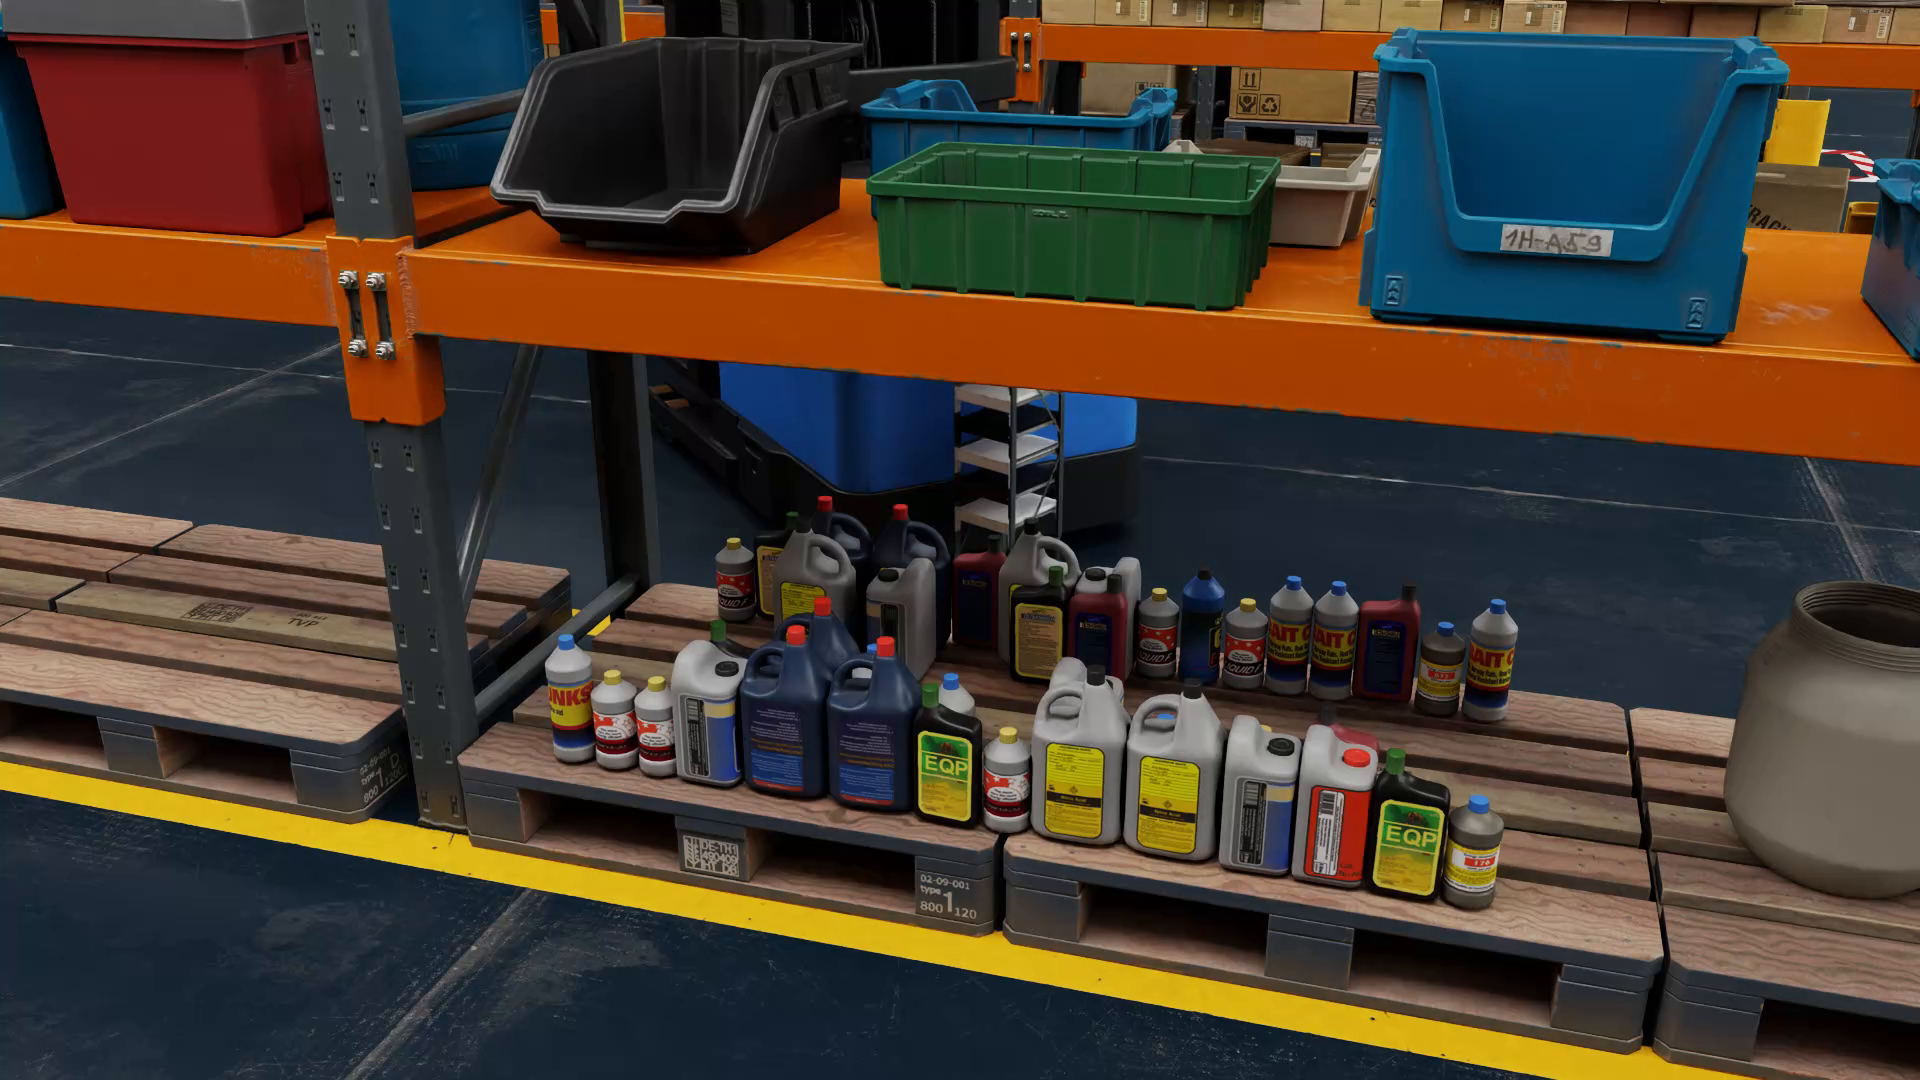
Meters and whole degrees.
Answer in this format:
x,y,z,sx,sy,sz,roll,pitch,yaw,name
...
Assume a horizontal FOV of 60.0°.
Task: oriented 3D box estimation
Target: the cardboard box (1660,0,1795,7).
x,y,z,sx,sy,sz,roll,pitch,yaw,name
3.225,-2.550,7.012,0.500,0.500,0.875,7,23,16,cardboard box

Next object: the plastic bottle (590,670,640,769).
x,y,z,sx,sy,sz,roll,pitch,yaw,name
-0.728,0.372,3.517,0.097,0.201,0.097,0,22,0,plastic bottle

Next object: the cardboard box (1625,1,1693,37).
x,y,z,sx,sy,sz,roll,pitch,yaw,name
2.969,-2.237,7.102,0.250,0.149,0.380,7,23,16,cardboard box

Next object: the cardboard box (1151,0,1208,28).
x,y,z,sx,sy,sz,roll,pitch,yaw,name
1.029,-2.425,7.560,0.250,0.149,0.380,7,23,16,cardboard box

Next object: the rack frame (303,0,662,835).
x,y,z,sx,sy,sz,roll,pitch,yaw,name
-1.003,-0.924,3.570,0.127,3.000,1.000,7,23,16,rack frame

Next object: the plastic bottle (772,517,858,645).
x,y,z,sx,sy,sz,roll,pitch,yaw,name
-0.345,0.116,3.945,0.185,0.351,0.144,7,23,16,plastic bottle

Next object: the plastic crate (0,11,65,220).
x,y,z,sx,sy,sz,roll,pitch,yaw,name
-2.149,-0.925,3.592,0.575,0.384,0.392,7,23,16,plastic crate

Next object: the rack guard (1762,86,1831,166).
x,y,z,sx,sy,sz,roll,pitch,yaw,name
5.809,-2.917,11.723,0.348,0.500,1.175,7,23,16,rack guard

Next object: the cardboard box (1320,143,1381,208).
x,y,z,sx,sy,sz,roll,pitch,yaw,name
1.966,-1.603,7.967,0.500,0.500,0.500,4,23,11,cardboard box

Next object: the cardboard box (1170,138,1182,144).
x,y,z,sx,sy,sz,roll,pitch,yaw,name
0.799,-1.703,8.210,0.500,0.500,0.500,6,23,14,cardboard box

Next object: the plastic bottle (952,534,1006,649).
x,y,z,sx,sy,sz,roll,pitch,yaw,name
0.048,0.119,4.027,0.133,0.283,0.061,8,24,19,plastic bottle

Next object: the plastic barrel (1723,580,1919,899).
x,y,z,sx,sy,sz,roll,pitch,yaw,name
1.694,0.372,3.136,0.421,0.512,0.421,0,22,0,plastic barrel

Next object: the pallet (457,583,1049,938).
x,y,z,sx,sy,sz,roll,pitch,yaw,name
-0.373,0.455,3.883,1.213,0.211,1.003,7,23,16,pallet

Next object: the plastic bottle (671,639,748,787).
x,y,z,sx,sy,sz,roll,pitch,yaw,name
-0.508,0.352,3.468,0.135,0.276,0.152,7,23,17,plastic bottle

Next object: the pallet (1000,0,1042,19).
x,y,z,sx,sy,sz,roll,pitch,yaw,name
-0.262,-2.771,8.327,1.213,0.211,1.003,7,23,16,pallet

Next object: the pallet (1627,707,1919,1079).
x,y,z,sx,sy,sz,roll,pitch,yaw,name
1.963,0.722,3.231,1.213,0.211,1.003,7,23,16,pallet

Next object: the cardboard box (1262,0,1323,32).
x,y,z,sx,sy,sz,roll,pitch,yaw,name
1.499,-2.359,7.399,0.250,0.149,0.380,7,23,16,cardboard box

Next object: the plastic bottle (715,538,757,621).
x,y,z,sx,sy,sz,roll,pitch,yaw,name
-0.566,0.094,4.197,0.097,0.201,0.097,0,22,0,plastic bottle

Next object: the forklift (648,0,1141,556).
x,y,z,sx,sy,sz,roll,pitch,yaw,name
-0.565,-1.784,5.757,1.130,2.935,3.031,-11,25,-26,forklift

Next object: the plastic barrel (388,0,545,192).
x,y,z,sx,sy,sz,roll,pitch,yaw,name
-1.286,-1.308,3.847,0.708,0.901,0.600,7,23,16,plastic barrel

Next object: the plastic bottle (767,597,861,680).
x,y,z,sx,sy,sz,roll,pitch,yaw,name
-0.309,0.285,3.534,0.185,0.351,0.144,7,23,16,plastic bottle

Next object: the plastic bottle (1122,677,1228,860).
x,y,z,sx,sy,sz,roll,pitch,yaw,name
0.415,0.425,3.192,0.185,0.351,0.144,8,23,18,plastic bottle

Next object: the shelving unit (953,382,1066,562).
x,y,z,sx,sy,sz,roll,pitch,yaw,name
0.141,-0.269,4.739,0.210,0.900,0.258,18,28,37,shelving unit

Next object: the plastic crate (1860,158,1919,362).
x,y,z,sx,sy,sz,roll,pitch,yaw,name
1.640,-0.436,2.577,0.408,0.251,0.499,7,23,16,plastic crate

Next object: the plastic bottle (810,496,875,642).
x,y,z,sx,sy,sz,roll,pitch,yaw,name
-0.304,0.064,4.073,0.185,0.351,0.144,6,23,14,plastic bottle

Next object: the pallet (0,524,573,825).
x,y,z,sx,sy,sz,roll,pitch,yaw,name
-1.767,0.294,4.275,1.213,0.211,1.003,7,23,16,pallet

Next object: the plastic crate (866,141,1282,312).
x,y,z,sx,sy,sz,roll,pitch,yaw,name
0.215,-0.575,2.998,0.662,0.188,0.450,7,23,16,plastic crate

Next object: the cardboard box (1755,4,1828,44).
x,y,z,sx,sy,sz,roll,pitch,yaw,name
3.431,-2.161,6.918,0.250,0.149,0.380,7,23,16,cardboard box

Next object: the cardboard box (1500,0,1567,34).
x,y,z,sx,sy,sz,roll,pitch,yaw,name
2.458,-2.251,7.137,0.250,0.149,0.380,7,23,16,cardboard box

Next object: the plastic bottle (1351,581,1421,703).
x,y,z,sx,sy,sz,roll,pitch,yaw,name
0.969,0.224,3.770,0.133,0.283,0.061,7,23,16,plastic bottle

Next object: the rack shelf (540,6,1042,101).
x,y,z,sx,sy,sz,roll,pitch,yaw,name
-1.488,-2.610,8.628,4.000,0.370,1.077,7,23,16,rack shelf

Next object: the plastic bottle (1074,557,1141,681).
x,y,z,sx,sy,sz,roll,pitch,yaw,name
0.344,0.174,3.902,0.135,0.276,0.152,7,23,16,plastic bottle

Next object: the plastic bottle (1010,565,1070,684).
x,y,z,sx,sy,sz,roll,pitch,yaw,name
0.184,0.192,3.850,0.133,0.283,0.061,7,23,16,plastic bottle

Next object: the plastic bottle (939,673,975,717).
x,y,z,sx,sy,sz,roll,pitch,yaw,name
-0.018,0.397,3.365,0.097,0.271,0.097,0,22,0,plastic bottle

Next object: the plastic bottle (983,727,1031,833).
x,y,z,sx,sy,sz,roll,pitch,yaw,name
0.094,0.467,3.288,0.097,0.201,0.097,0,22,0,plastic bottle

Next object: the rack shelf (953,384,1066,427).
x,y,z,sx,sy,sz,roll,pitch,yaw,name
0.141,-0.405,4.684,0.200,0.077,0.258,18,28,37,rack shelf

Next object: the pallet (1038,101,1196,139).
x,y,z,sx,sy,sz,roll,pitch,yaw,name
1.196,-3.282,12.992,1.213,0.211,1.003,7,23,16,pallet

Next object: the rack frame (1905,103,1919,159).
x,y,z,sx,sy,sz,roll,pitch,yaw,name
4.257,-2.285,6.888,0.127,3.000,1.000,7,23,16,rack frame

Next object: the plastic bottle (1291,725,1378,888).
x,y,z,sx,sy,sz,roll,pitch,yaw,name
0.708,0.491,3.129,0.135,0.276,0.152,7,23,16,plastic bottle

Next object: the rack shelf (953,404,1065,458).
x,y,z,sx,sy,sz,roll,pitch,yaw,name
0.141,-0.321,4.718,0.200,0.077,0.258,18,28,37,rack shelf

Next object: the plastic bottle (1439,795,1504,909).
x,y,z,sx,sy,sz,roll,pitch,yaw,name
0.941,0.564,3.051,0.097,0.201,0.097,0,22,0,plastic bottle

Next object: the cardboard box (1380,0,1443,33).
x,y,z,sx,sy,sz,roll,pitch,yaw,name
1.986,-2.315,7.292,0.250,0.149,0.380,7,23,16,cardboard box

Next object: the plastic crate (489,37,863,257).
x,y,z,sx,sy,sz,roll,pitch,yaw,name
-0.539,-0.792,3.329,0.504,0.338,0.767,7,23,16,plastic crate

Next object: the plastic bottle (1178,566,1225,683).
x,y,z,sx,sy,sz,roll,pitch,yaw,name
0.562,0.190,3.869,0.097,0.271,0.097,0,22,0,plastic bottle

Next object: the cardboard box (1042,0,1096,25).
x,y,z,sx,sy,sz,roll,pitch,yaw,name
0.546,-2.475,7.681,0.250,0.149,0.380,7,23,16,cardboard box

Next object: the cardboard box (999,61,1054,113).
x,y,z,sx,sy,sz,roll,pitch,yaw,name
0.414,-3.811,13.018,0.750,0.750,1.050,7,23,15,cardboard box

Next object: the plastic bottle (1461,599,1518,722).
x,y,z,sx,sy,sz,roll,pitch,yaw,name
1.180,0.261,3.696,0.097,0.271,0.097,0,22,0,plastic bottle

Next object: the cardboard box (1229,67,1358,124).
x,y,z,sx,sy,sz,roll,pitch,yaw,name
2.539,-3.632,12.417,0.875,0.875,0.875,7,23,16,cardboard box

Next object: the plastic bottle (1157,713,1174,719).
x,y,z,sx,sy,sz,roll,pitch,yaw,name
0.408,0.445,3.339,0.097,0.201,0.097,0,22,0,plastic bottle

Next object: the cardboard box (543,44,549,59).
x,y,z,sx,sy,sz,roll,pitch,yaw,name
-3.585,-4.078,14.001,0.500,0.500,0.500,5,23,13,cardboard box

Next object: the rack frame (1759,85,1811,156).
x,y,z,sx,sy,sz,roll,pitch,yaw,name
5.786,-4.076,11.255,0.127,3.000,1.000,7,23,16,rack frame

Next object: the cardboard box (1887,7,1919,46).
x,y,z,sx,sy,sz,roll,pitch,yaw,name
3.924,-2.125,6.829,0.250,0.149,0.380,7,23,16,cardboard box

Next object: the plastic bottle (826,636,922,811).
x,y,z,sx,sy,sz,roll,pitch,yaw,name
-0.170,0.358,3.356,0.185,0.351,0.144,6,23,13,plastic bottle

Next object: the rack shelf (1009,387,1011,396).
x,y,z,sx,sy,sz,roll,pitch,yaw,name
0.141,-0.488,4.650,0.200,0.077,0.258,18,28,37,rack shelf

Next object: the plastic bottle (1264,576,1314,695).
x,y,z,sx,sy,sz,roll,pitch,yaw,name
0.756,0.213,3.814,0.097,0.271,0.097,0,22,0,plastic bottle

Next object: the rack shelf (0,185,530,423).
x,y,z,sx,sy,sz,roll,pitch,yaw,name
-2.918,-0.810,4.241,4.000,0.370,1.077,7,23,16,rack shelf

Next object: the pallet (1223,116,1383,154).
x,y,z,sx,sy,sz,roll,pitch,yaw,name
2.662,-3.113,12.580,1.213,0.211,1.003,7,23,15,pallet

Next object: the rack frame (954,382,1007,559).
x,y,z,sx,sy,sz,roll,pitch,yaw,name
0.063,-0.294,4.800,0.006,0.900,0.240,18,28,37,rack frame
